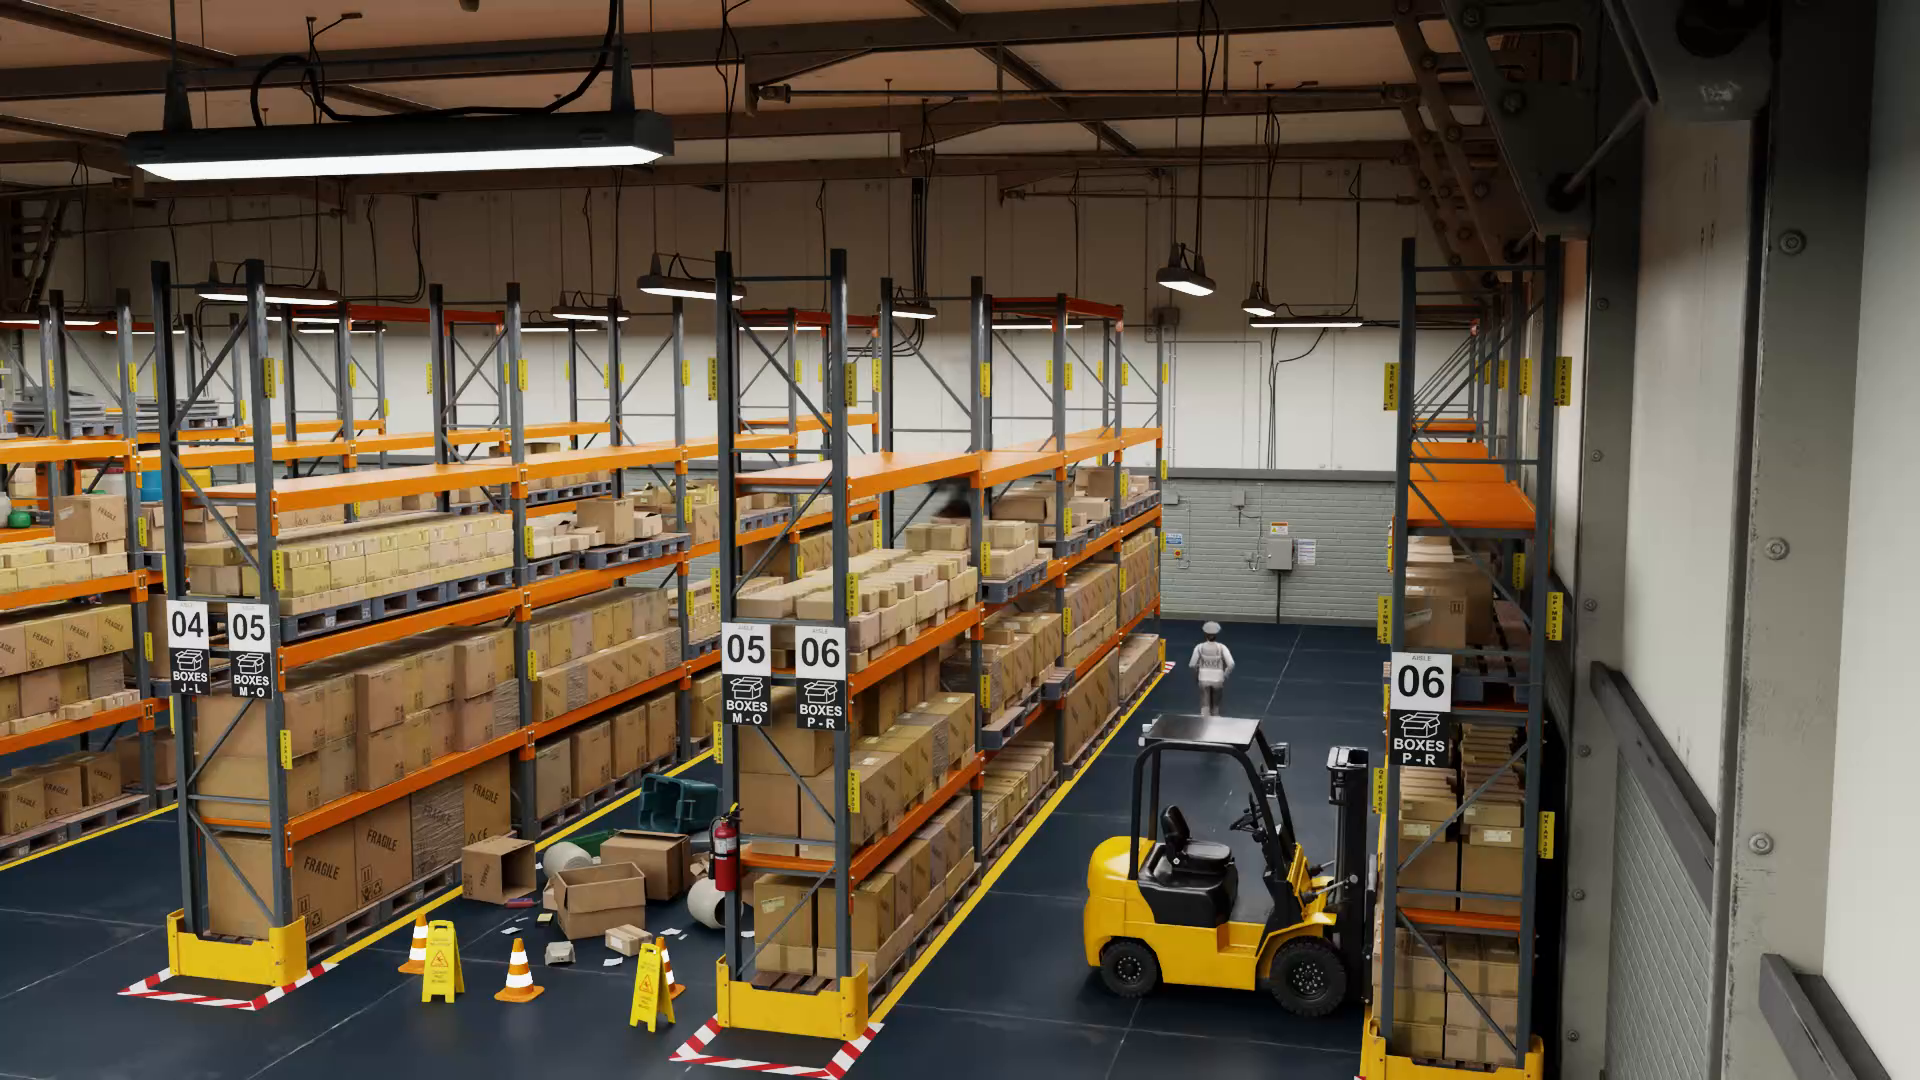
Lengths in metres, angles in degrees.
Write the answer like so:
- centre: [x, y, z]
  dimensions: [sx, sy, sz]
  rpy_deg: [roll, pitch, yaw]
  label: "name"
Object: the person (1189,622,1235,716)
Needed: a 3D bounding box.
- centre: [3.426, 1.961, 22.590]
  dimensions: [0.593, 1.689, 0.826]
  rpy_deg: [1, 6, 8]
  label: "person"
